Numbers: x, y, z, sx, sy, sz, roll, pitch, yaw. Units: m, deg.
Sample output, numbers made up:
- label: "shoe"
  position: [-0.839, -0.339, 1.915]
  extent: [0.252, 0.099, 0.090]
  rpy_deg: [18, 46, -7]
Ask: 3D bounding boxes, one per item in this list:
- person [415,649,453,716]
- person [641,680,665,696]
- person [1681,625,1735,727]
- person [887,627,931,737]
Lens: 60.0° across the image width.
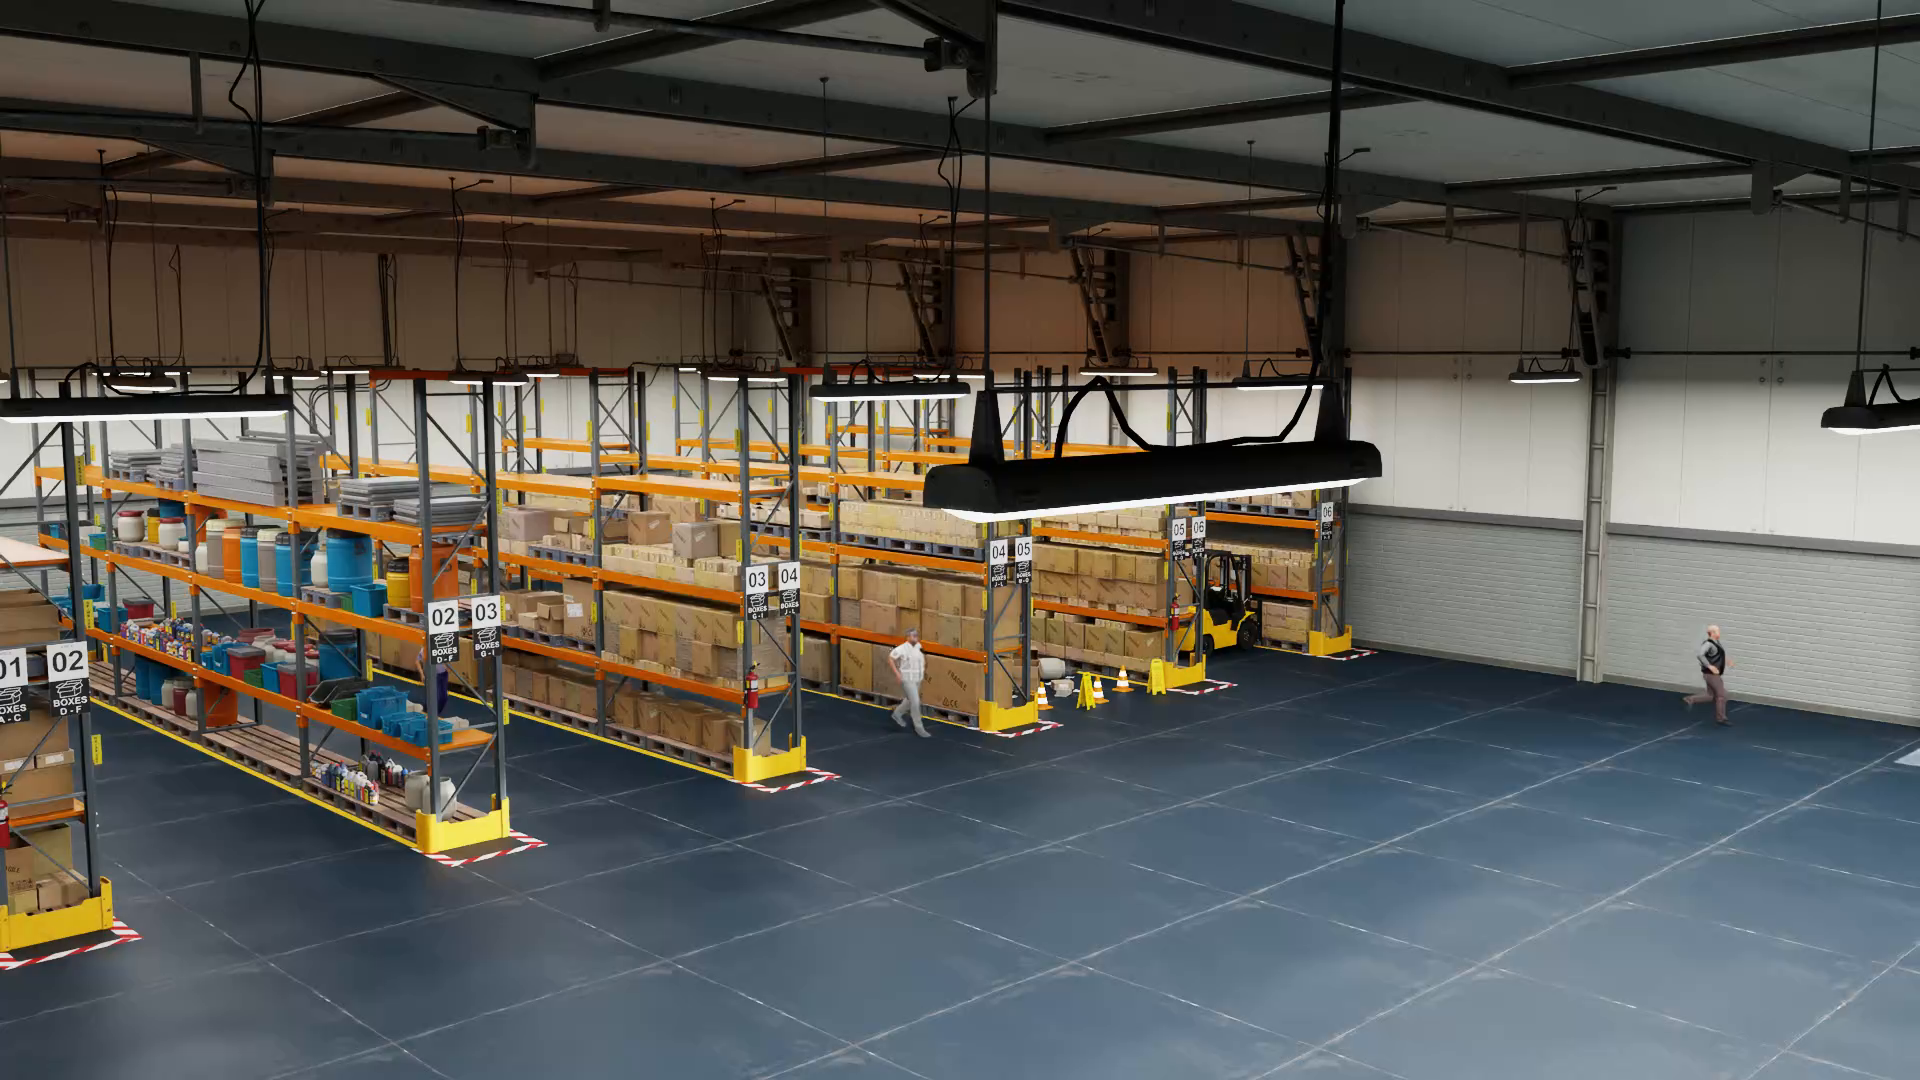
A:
- label: "person"
  position: [-8.867, 2.357, 28.228]
  extent: [0.588, 1.598, 0.592]
  rpy_deg: [5, 8, 38]
- label: "person"
  position: [-5.627, 2.064, 30.598]
  extent: [0.618, 1.711, 0.705]
  rpy_deg: [-6, 9, -42]
- label: "person"
  position: [12.798, 2.300, 28.337]
  extent: [0.847, 1.721, 0.662]
  rpy_deg: [4, 7, 29]
- label: "person"
  position: [-0.810, 2.332, 27.709]
  extent: [0.912, 1.799, 0.690]
  rpy_deg: [5, 8, 38]
